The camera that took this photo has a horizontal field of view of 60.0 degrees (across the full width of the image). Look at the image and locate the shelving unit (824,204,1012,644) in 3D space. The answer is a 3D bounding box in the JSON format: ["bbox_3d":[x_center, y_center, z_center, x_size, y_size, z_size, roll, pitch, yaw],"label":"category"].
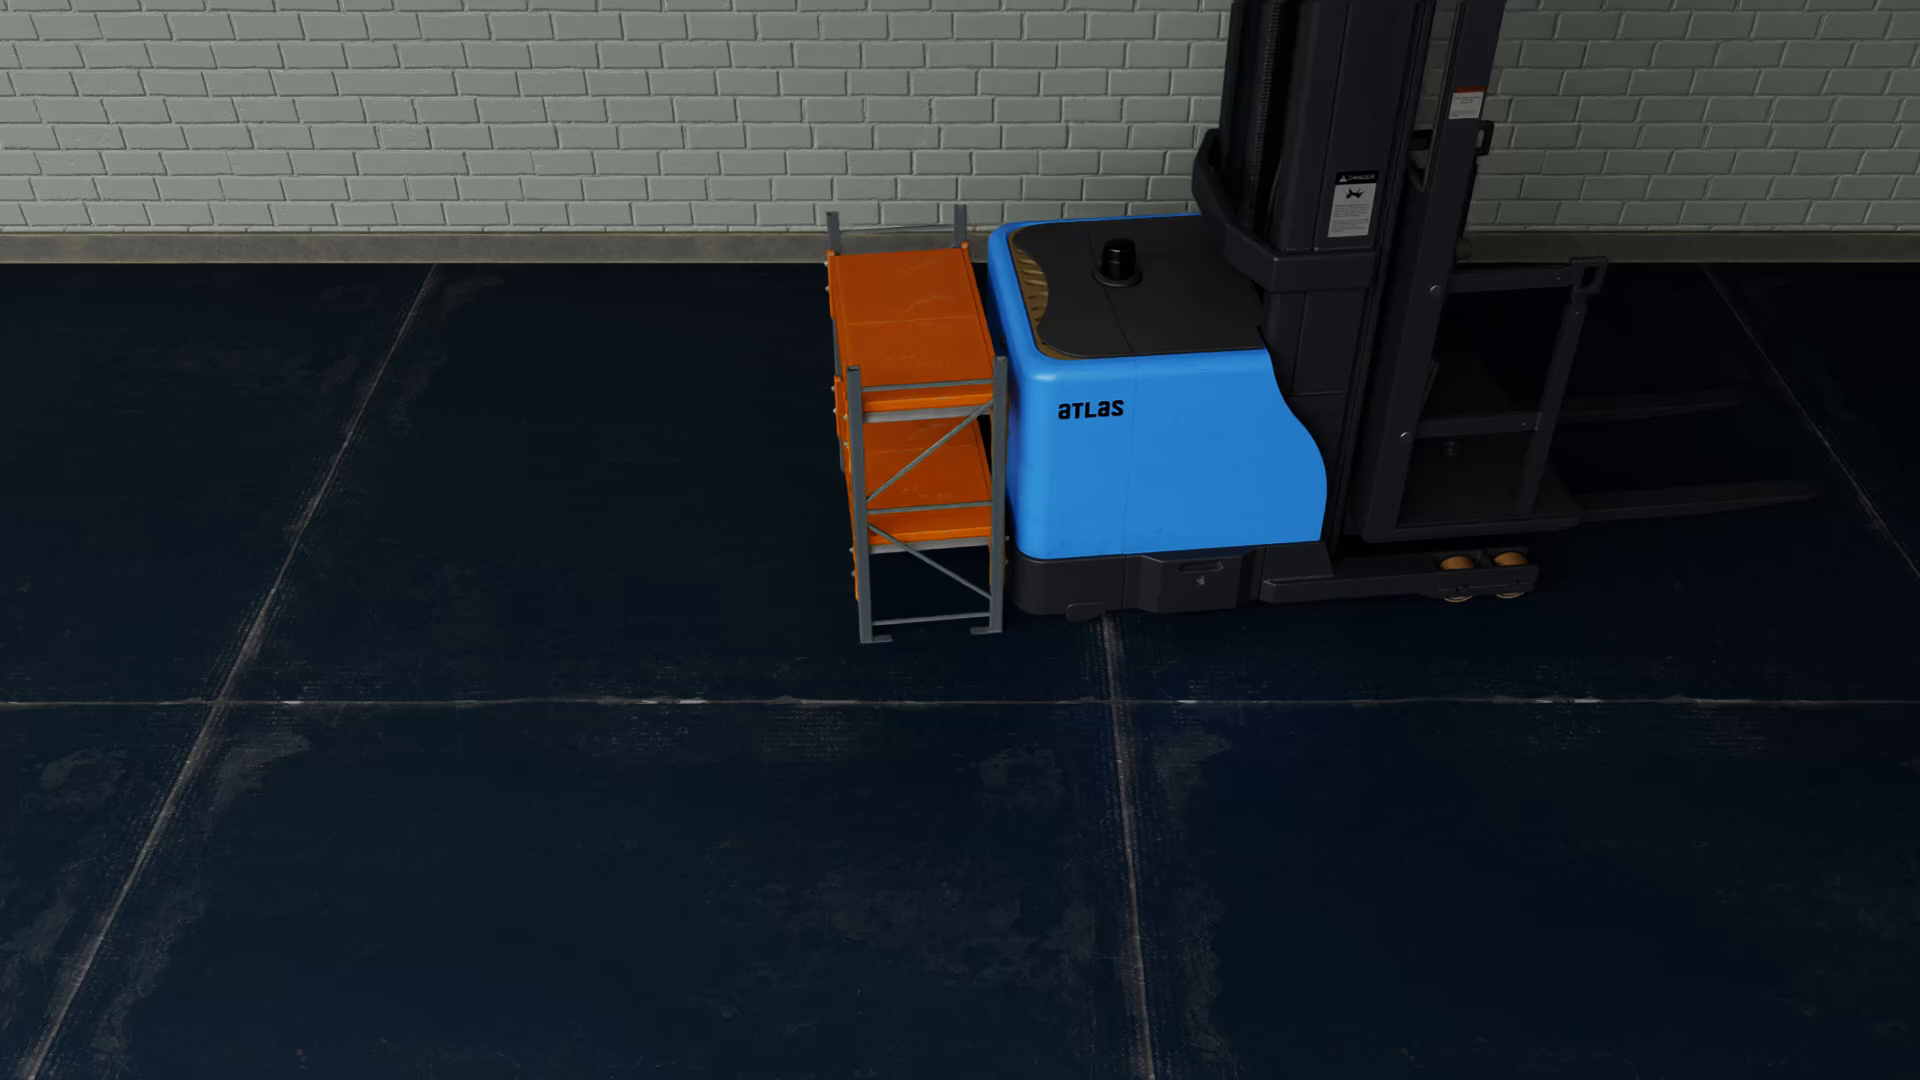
[{"bbox_3d":[-0.163,-0.420,5.875,0.538,1.125,1.048,-4,39,-5],"label":"shelving unit"}]

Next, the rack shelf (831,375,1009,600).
[{"bbox_3d":[-0.163,-0.229,6.028,0.538,0.278,1.000,-4,39,-5],"label":"rack shelf"}]

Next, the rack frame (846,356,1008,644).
[{"bbox_3d":[-0.100,-0.105,5.481,0.500,1.125,0.032,-4,39,-5],"label":"rack frame"}]

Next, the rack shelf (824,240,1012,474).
[{"bbox_3d":[-0.163,-0.649,5.692,0.538,0.278,1.000,-4,39,-5],"label":"rack shelf"}]

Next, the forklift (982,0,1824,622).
[{"bbox_3d":[1.639,-1.247,5.463,3.031,2.935,1.130,-4,39,-5],"label":"forklift"}]

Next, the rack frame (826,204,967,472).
[{"bbox_3d":[-0.225,-0.736,6.269,0.500,1.125,0.032,-4,39,-5],"label":"rack frame"}]
